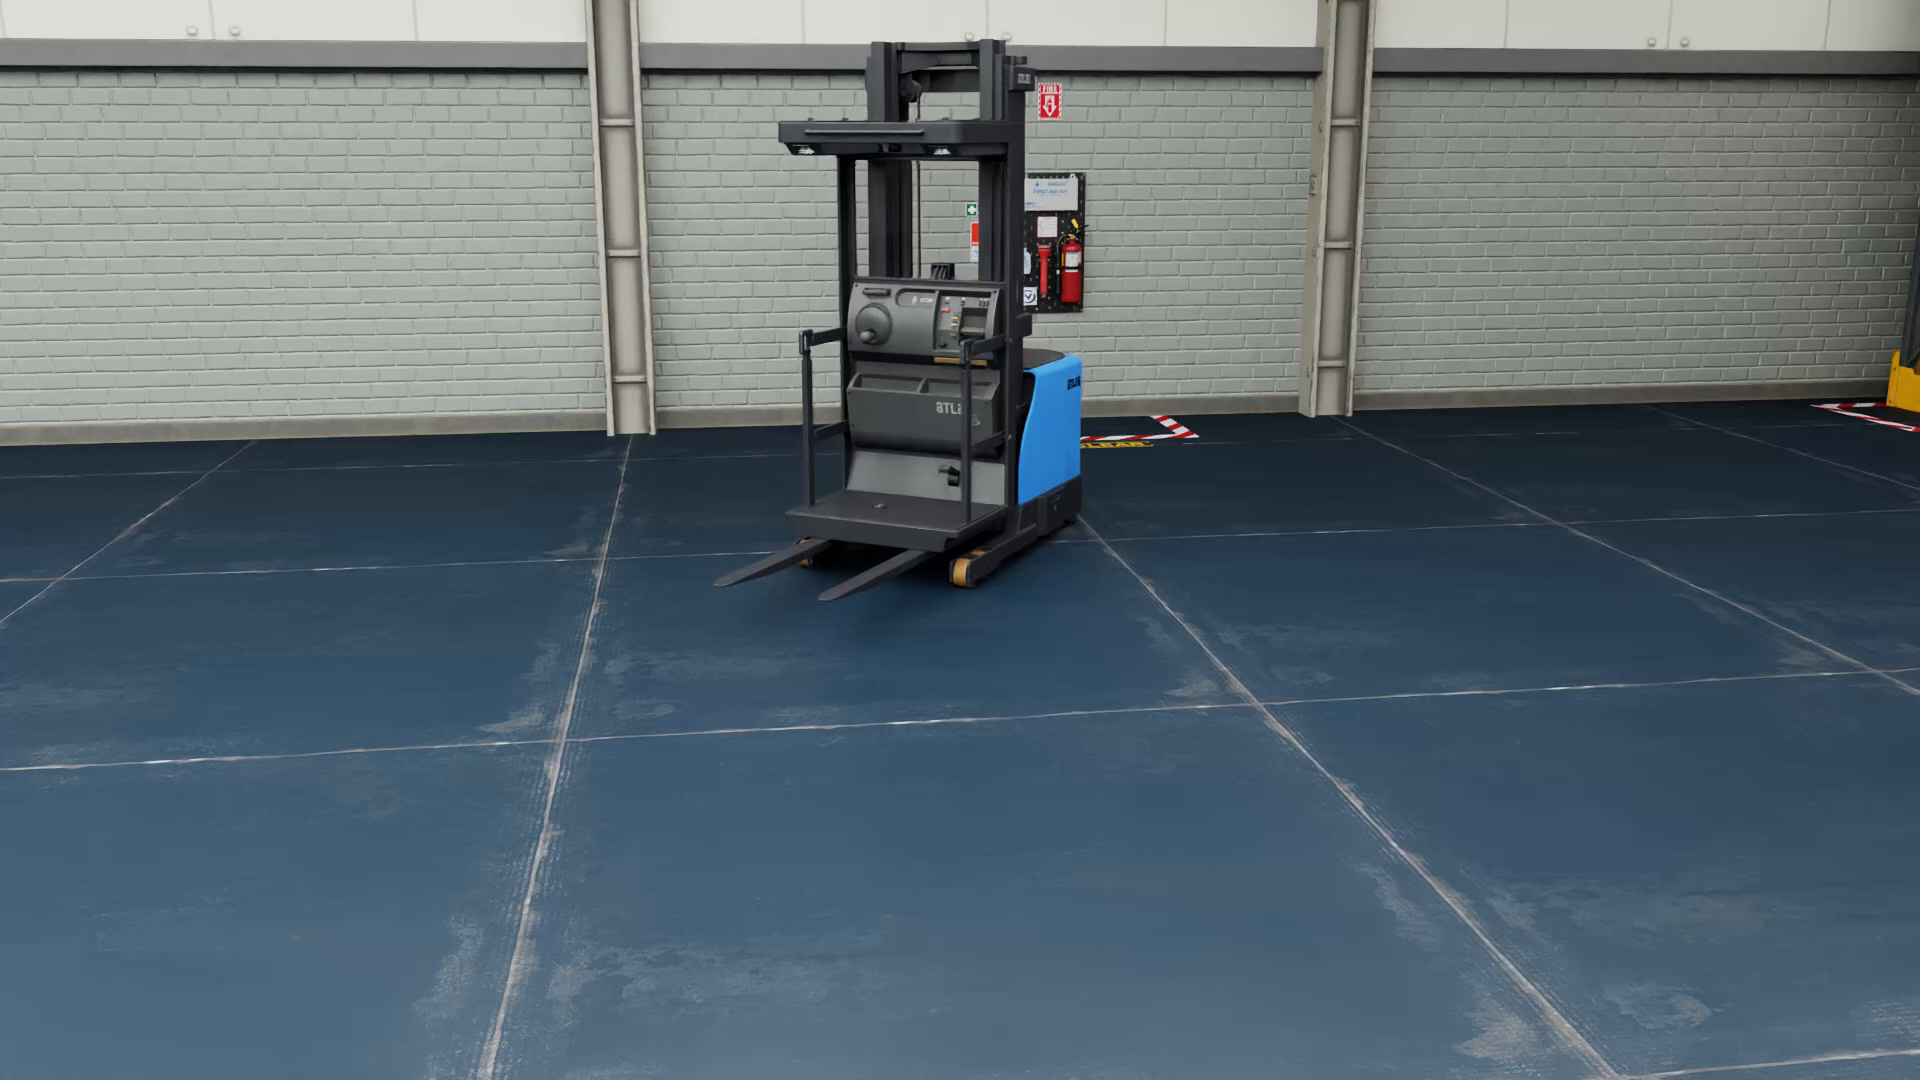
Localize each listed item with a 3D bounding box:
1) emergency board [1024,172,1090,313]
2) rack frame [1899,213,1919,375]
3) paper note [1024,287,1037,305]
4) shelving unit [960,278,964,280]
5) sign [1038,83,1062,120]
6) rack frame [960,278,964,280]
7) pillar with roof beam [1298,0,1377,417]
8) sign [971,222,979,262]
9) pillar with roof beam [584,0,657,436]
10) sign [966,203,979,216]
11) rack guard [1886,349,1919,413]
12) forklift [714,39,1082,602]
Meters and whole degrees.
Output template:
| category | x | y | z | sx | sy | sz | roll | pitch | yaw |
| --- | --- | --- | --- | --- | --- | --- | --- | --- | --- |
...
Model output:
| category | x | y | z | sx | sy | sz | roll | pitch | yaw |
| --- | --- | --- | --- | --- | --- | --- | --- | --- | --- |
| emergency board | 0.767 | -2.488 | 13.978 | 0.643 | 1.169 | 0.194 | -2 | 14 | -8 |
| rack frame | 8.586 | -2.553 | 14.235 | 0.127 | 3.000 | 1.000 | -2 | 14 | -8 |
| paper note | 0.582 | -2.071 | 14.126 | 0.142 | 0.148 | 0.016 | -2 | 14 | -8 |
| shelving unit | -0.383 | -1.005 | 11.145 | 0.755 | 1.500 | 0.431 | -3 | 14 | -12 |
| sign | 0.745 | -3.637 | 13.790 | 0.199 | 0.298 | 0.001 | -2 | 14 | -8 |
| rack frame | -0.027 | -1.024 | 11.224 | 0.023 | 1.500 | 0.400 | -3 | 14 | -12 |
| pillar with roof beam | 3.858 | -4.443 | 9.440 | 0.400 | 9.000 | 9.100 | -2 | 14 | -8 |
| sign | 0.205 | -2.511 | 13.993 | 0.234 | 0.329 | 0.001 | -2 | 14 | -8 |
| pillar with roof beam | -2.075 | -4.226 | 8.573 | 0.400 | 9.000 | 9.100 | -2 | 14 | -8 |
| sign | 0.211 | -2.766 | 13.920 | 0.331 | 0.109 | 0.001 | -2 | 14 | -8 |
| rack guard | 8.662 | -1.343 | 14.550 | 0.348 | 0.500 | 1.175 | -2 | 14 | -8 |
| forklift | -0.301 | -1.278 | 9.291 | 1.130 | 2.935 | 3.031 | 7 | 15 | 24 |
